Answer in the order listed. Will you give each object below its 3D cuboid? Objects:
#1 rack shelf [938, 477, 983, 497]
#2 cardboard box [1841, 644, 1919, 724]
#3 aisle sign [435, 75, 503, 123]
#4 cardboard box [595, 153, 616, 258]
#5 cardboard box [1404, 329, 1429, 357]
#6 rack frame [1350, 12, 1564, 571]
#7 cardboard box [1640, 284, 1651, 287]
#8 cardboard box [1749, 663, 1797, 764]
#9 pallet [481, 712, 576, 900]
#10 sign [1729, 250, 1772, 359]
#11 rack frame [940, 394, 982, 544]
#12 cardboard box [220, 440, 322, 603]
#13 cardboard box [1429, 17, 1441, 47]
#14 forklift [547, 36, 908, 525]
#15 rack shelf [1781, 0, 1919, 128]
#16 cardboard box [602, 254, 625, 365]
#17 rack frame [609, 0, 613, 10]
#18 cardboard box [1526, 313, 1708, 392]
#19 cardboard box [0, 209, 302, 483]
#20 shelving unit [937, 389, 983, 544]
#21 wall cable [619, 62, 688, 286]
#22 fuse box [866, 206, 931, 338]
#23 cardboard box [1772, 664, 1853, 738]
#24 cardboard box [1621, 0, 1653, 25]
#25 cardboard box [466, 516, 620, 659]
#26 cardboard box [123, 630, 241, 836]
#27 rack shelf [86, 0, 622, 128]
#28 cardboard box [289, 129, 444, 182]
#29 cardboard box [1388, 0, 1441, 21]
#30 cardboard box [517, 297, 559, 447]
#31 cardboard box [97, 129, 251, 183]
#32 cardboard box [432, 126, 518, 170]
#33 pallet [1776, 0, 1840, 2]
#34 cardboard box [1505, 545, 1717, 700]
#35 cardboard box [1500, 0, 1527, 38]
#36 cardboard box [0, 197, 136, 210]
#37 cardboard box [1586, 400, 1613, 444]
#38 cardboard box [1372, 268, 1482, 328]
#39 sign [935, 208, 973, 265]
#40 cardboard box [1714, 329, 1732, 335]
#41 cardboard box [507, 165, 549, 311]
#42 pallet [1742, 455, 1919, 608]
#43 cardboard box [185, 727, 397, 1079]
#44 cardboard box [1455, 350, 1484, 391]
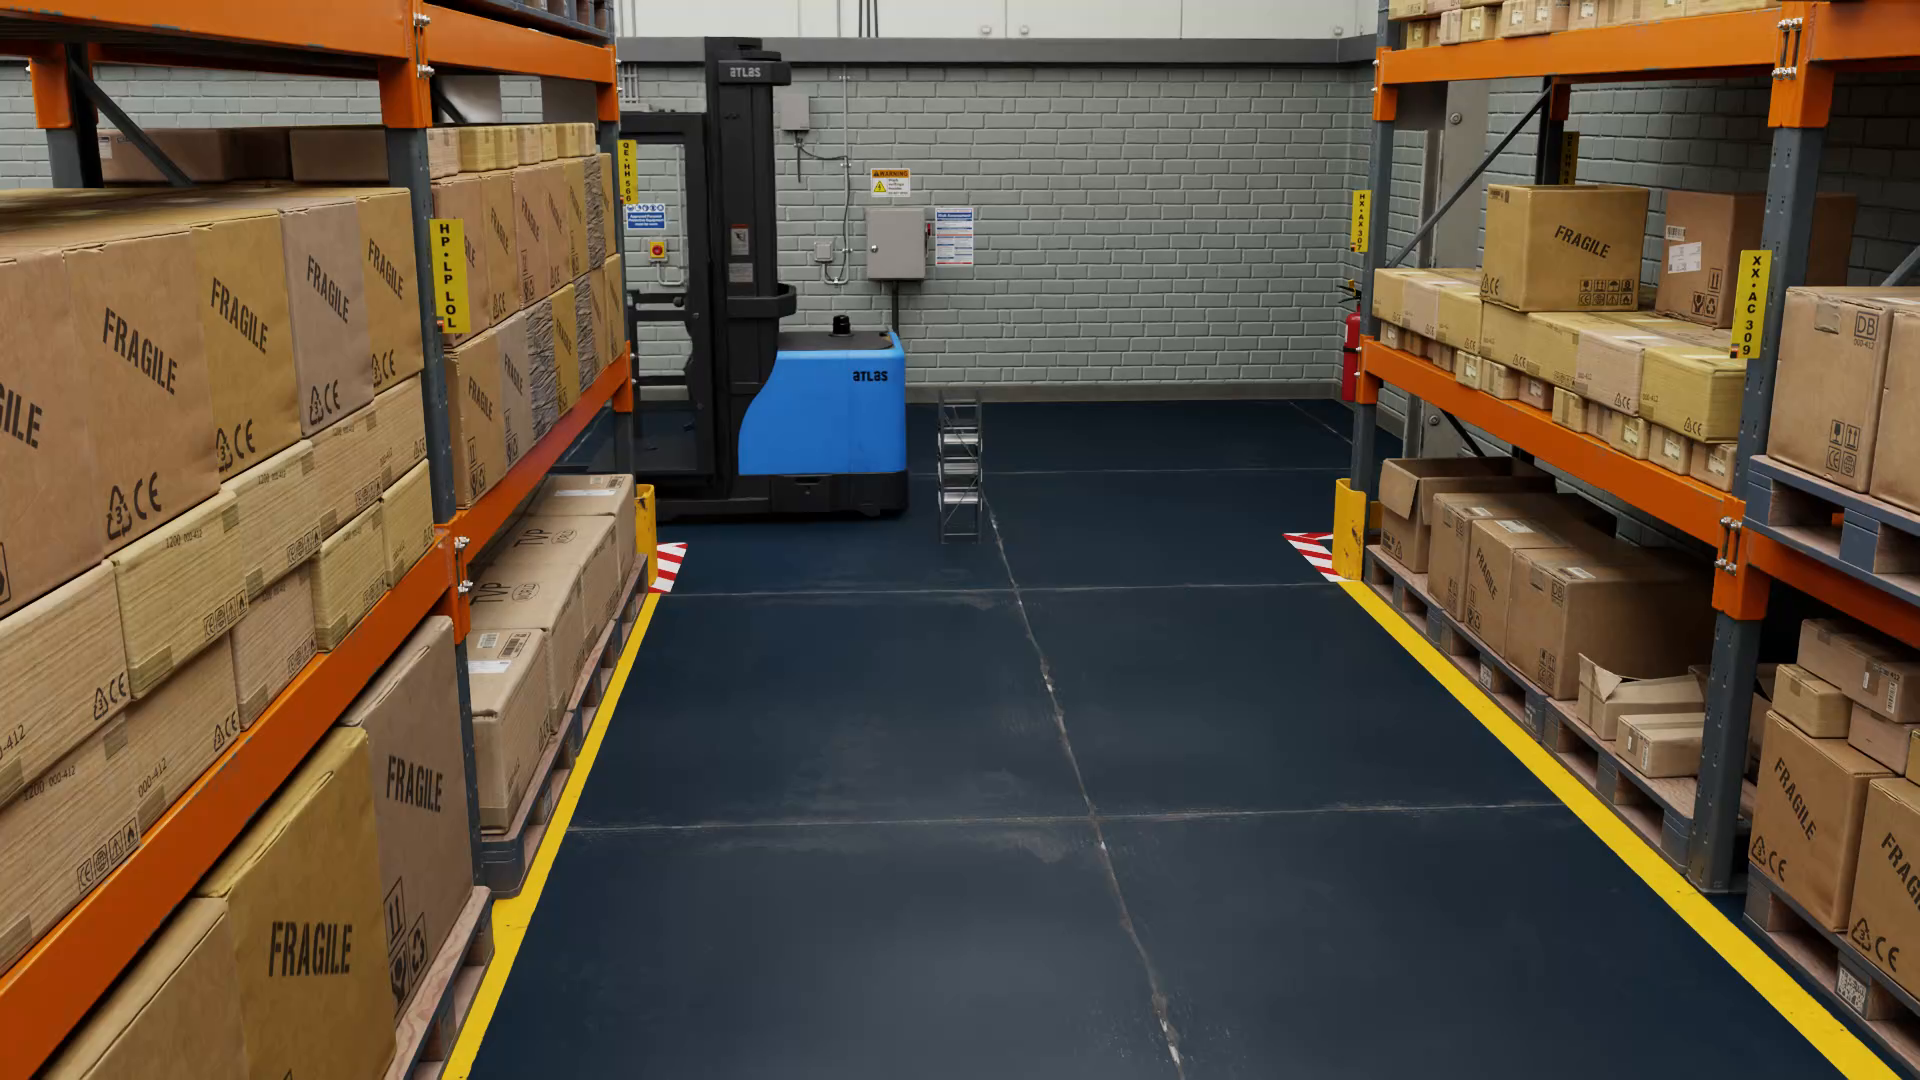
[{"bbox_3d":[-0.001,-0.318,9.953,0.258,0.077,0.200,-1,14,-3],"label":"rack shelf"},{"bbox_3d":[2.760,0.402,4.718,0.380,0.149,0.250,-2,15,-6],"label":"cardboard box"},{"bbox_3d":[-2.556,-2.493,8.481,0.394,0.787,0.004,-1,14,-3],"label":"aisle sign"},{"bbox_3d":[-1.994,-1.637,8.164,0.500,0.500,0.500,0,14,-2],"label":"cardboard box"},{"bbox_3d":[2.500,-1.028,8.508,0.380,0.149,0.250,-1,14,-2],"label":"cardboard box"},{"bbox_3d":[2.692,-1.299,9.054,1.000,3.000,0.127,-1,14,-3],"label":"rack frame"},{"bbox_3d":[3.016,-1.131,8.108,0.500,0.250,0.500,-1,14,-3],"label":"cardboard box"},{"bbox_3d":[3.135,0.627,6.123,0.500,0.311,0.500,0,14,-1],"label":"cardboard box"},{"bbox_3d":[-1.983,0.934,5.973,1.003,0.211,1.213,-1,14,-3],"label":"pallet"},{"bbox_3d":[2.399,-0.713,5.039,0.100,0.325,0.005,-1,14,-3],"label":"sign"},{"bbox_3d":[0.006,-0.413,9.824,0.240,0.900,0.006,-1,14,-3],"label":"rack frame"},{"bbox_3d":[-1.668,-0.037,3.448,0.500,0.250,0.500,-1,14,-2],"label":"cardboard box"},{"bbox_3d":[2.522,-2.482,8.137,0.380,0.149,0.250,-1,14,-2],"label":"cardboard box"},{"bbox_3d":[-1.874,-1.642,10.526,3.031,2.935,1.130,-1,14,-5],"label":"forklift"},{"bbox_3d":[3.064,-0.911,2.970,1.077,0.370,4.000,-1,14,-3],"label":"rack shelf"},{"bbox_3d":[-1.968,-1.154,8.289,0.500,0.500,0.500,-1,14,-3],"label":"cardboard box"},{"bbox_3d":[-2.262,-4.126,8.005,1.000,3.000,0.127,-1,14,-3],"label":"rack frame"},{"bbox_3d":[2.601,-0.747,6.613,0.500,0.250,0.500,-1,14,-4],"label":"cardboard box"},{"bbox_3d":[-1.685,-0.397,3.341,0.500,0.500,0.500,0,14,-2],"label":"cardboard box"},{"bbox_3d":[-0.001,-0.438,9.922,0.258,0.900,0.210,-1,14,-3],"label":"shelving unit"},{"bbox_3d":[-2.635,-3.130,14.071,0.585,1.953,0.123,-1,14,-3],"label":"wall cable"},{"bbox_3d":[-0.529,-1.995,14.347,0.539,1.711,0.414,-1,14,-3],"label":"fuse box"},{"bbox_3d":[2.696,0.483,5.003,0.380,0.149,0.250,0,14,-1],"label":"cardboard box"},{"bbox_3d":[2.592,-1.909,5.909,0.380,0.149,0.250,-1,14,-4],"label":"cardboard box"},{"bbox_3d":[-2.056,0.206,7.503,0.875,0.438,0.875,0,14,-2],"label":"cardboard box"},{"bbox_3d":[-1.656,0.335,3.006,0.500,0.250,0.500,-1,14,-3],"label":"cardboard box"},{"bbox_3d":[-2.138,-1.828,6.535,1.077,0.370,4.000,-1,14,-3],"label":"rack shelf"},{"bbox_3d":[-1.775,-1.156,4.989,0.380,0.149,0.250,-1,14,-4],"label":"cardboard box"},{"bbox_3d":[2.447,-2.708,8.216,0.500,0.250,0.500,-1,14,-4],"label":"cardboard box"},{"bbox_3d":[-1.833,-0.644,6.311,0.500,0.500,0.500,-1,14,-3],"label":"cardboard box"},{"bbox_3d":[-2.351,-1.145,4.947,0.380,0.149,0.250,-1,14,-5],"label":"cardboard box"},{"bbox_3d":[-1.806,-1.411,5.982,0.380,0.149,0.250,-1,14,-5],"label":"cardboard box"},{"bbox_3d":[2.910,-1.502,4.202,1.213,0.211,1.003,-1,14,-3],"label":"pallet"},{"bbox_3d":[2.714,0.334,6.884,0.700,0.500,0.500,-1,14,-6],"label":"cardboard box"},{"bbox_3d":[2.478,-2.164,6.902,0.380,0.149,0.250,-1,14,-3],"label":"cardboard box"},{"bbox_3d":[-2.215,-0.519,3.816,0.500,0.500,0.500,-1,14,-4],"label":"cardboard box"},{"bbox_3d":[2.601,-0.452,6.267,0.380,0.149,0.250,-1,14,-2],"label":"cardboard box"},{"bbox_3d":[2.451,-1.253,8.581,0.500,0.250,0.500,-1,14,-3],"label":"cardboard box"},{"bbox_3d":[-0.049,-2.632,14.428,0.329,0.494,0.001,-1,14,-3],"label":"sign"},{"bbox_3d":[3.141,-0.627,6.148,0.500,0.250,0.500,-1,14,-4],"label":"cardboard box"},{"bbox_3d":[-1.847,-1.134,6.208,0.500,0.500,0.500,-1,14,-2],"label":"cardboard box"},{"bbox_3d":[2.880,-0.010,4.432,1.003,0.211,1.213,-1,14,-3],"label":"pallet"},{"bbox_3d":[-1.832,0.977,3.631,0.875,0.875,0.875,0,14,-2],"label":"cardboard box"},{"bbox_3d":[2.469,-0.770,7.503,0.380,0.149,0.250,-1,14,-5],"label":"cardboard box"}]
